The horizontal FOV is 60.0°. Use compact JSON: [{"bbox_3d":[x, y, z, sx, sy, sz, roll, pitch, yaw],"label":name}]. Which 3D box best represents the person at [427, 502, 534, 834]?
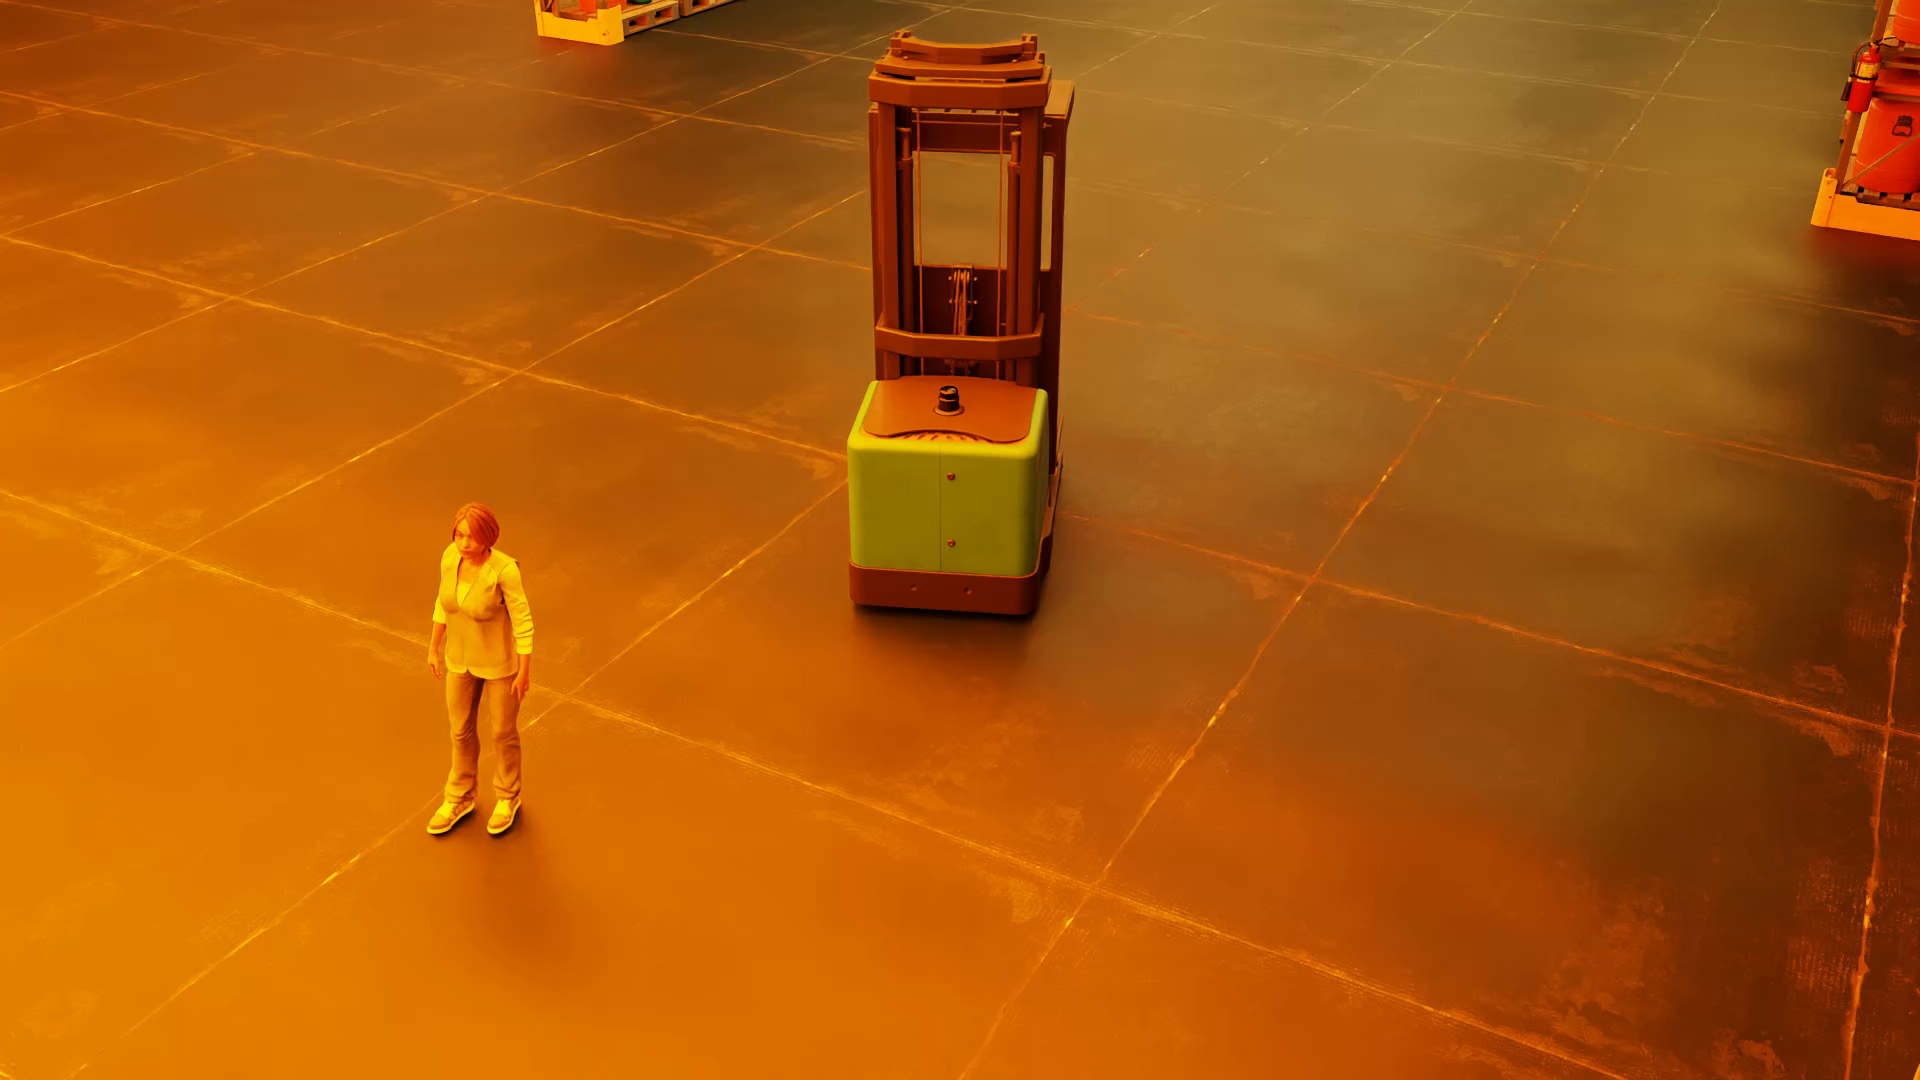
[{"bbox_3d":[-2.149,0.596,7.362,0.514,1.600,0.468,9,31,16],"label":"person"}]

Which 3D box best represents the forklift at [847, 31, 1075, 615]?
[{"bbox_3d":[0.072,-1.572,9.794,1.130,2.935,3.031,3,30,6],"label":"forklift"}]
